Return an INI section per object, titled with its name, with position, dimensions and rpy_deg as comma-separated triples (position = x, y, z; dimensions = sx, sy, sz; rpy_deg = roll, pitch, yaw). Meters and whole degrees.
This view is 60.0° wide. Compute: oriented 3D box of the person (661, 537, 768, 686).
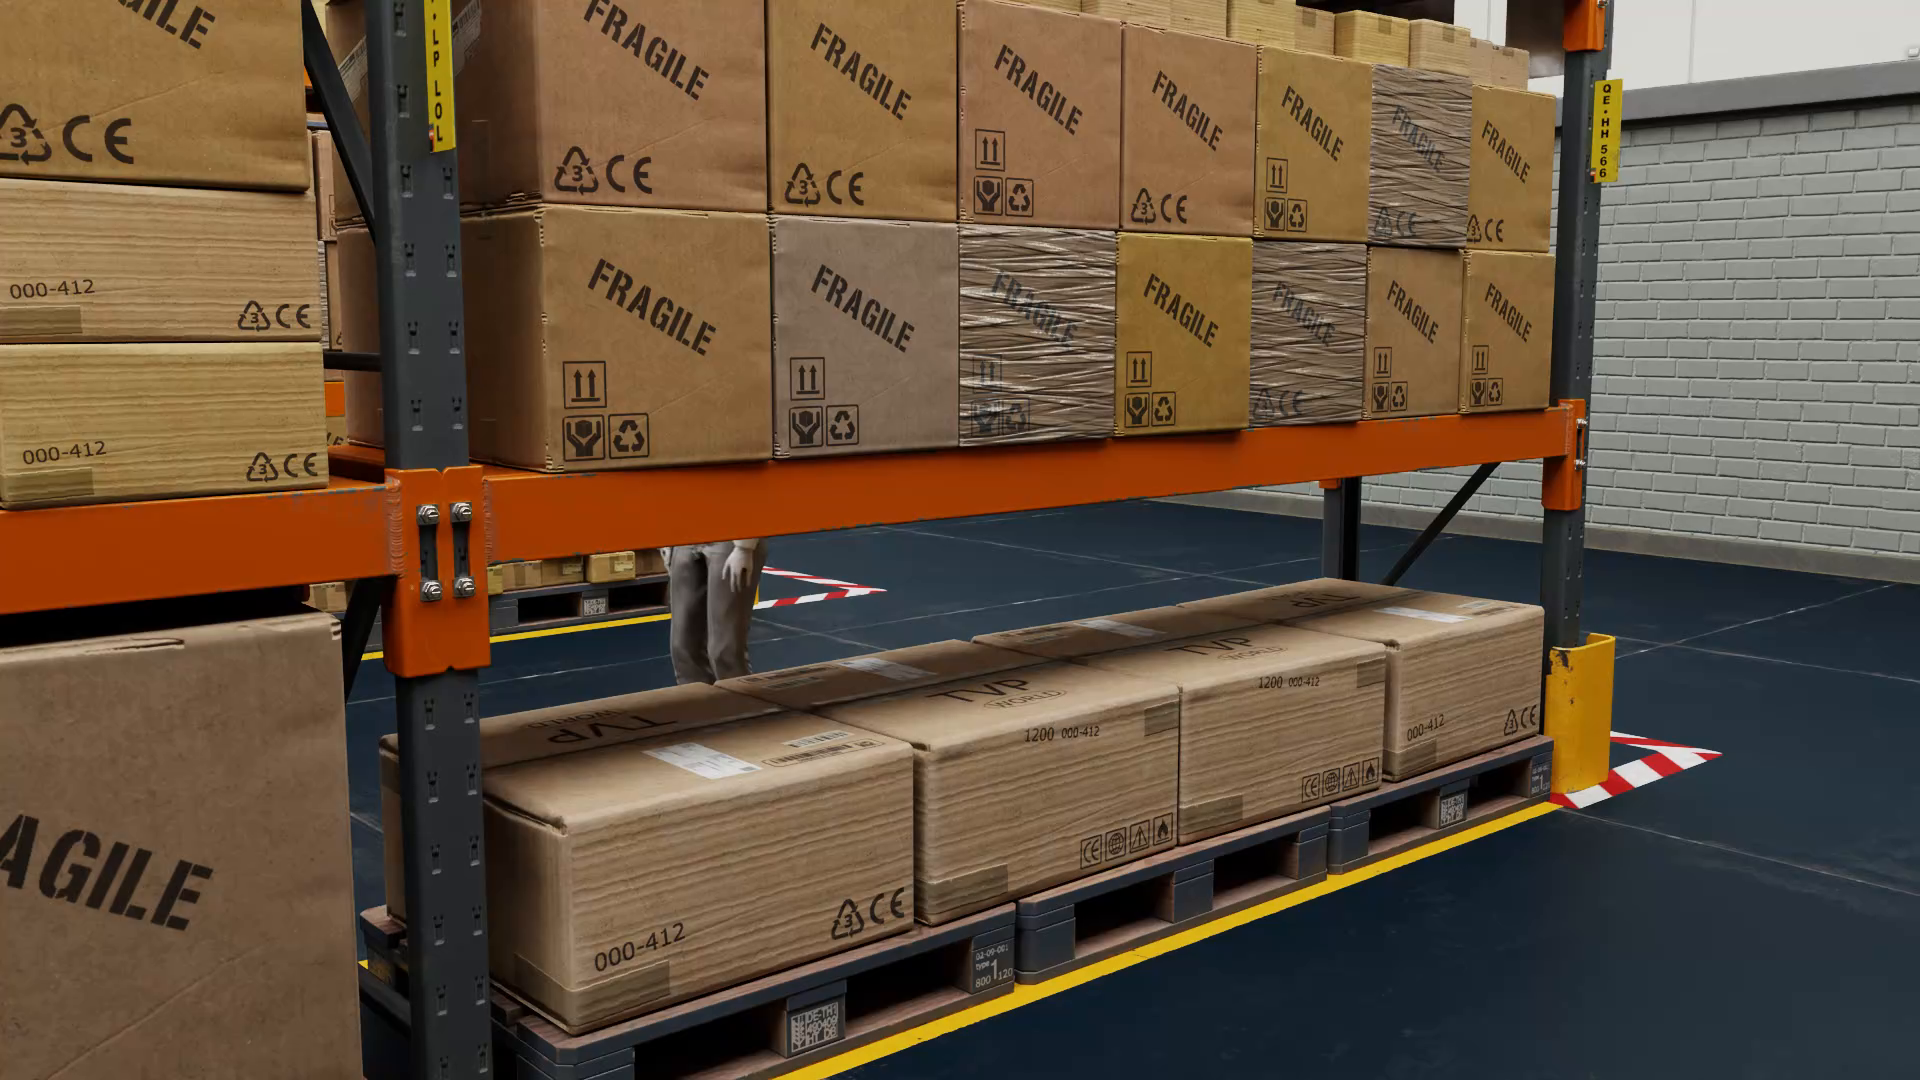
[person]
position = -0.840, 0.015, 5.664
dimensions = 0.374, 1.663, 0.529
rpy_deg = -6, 10, -41
